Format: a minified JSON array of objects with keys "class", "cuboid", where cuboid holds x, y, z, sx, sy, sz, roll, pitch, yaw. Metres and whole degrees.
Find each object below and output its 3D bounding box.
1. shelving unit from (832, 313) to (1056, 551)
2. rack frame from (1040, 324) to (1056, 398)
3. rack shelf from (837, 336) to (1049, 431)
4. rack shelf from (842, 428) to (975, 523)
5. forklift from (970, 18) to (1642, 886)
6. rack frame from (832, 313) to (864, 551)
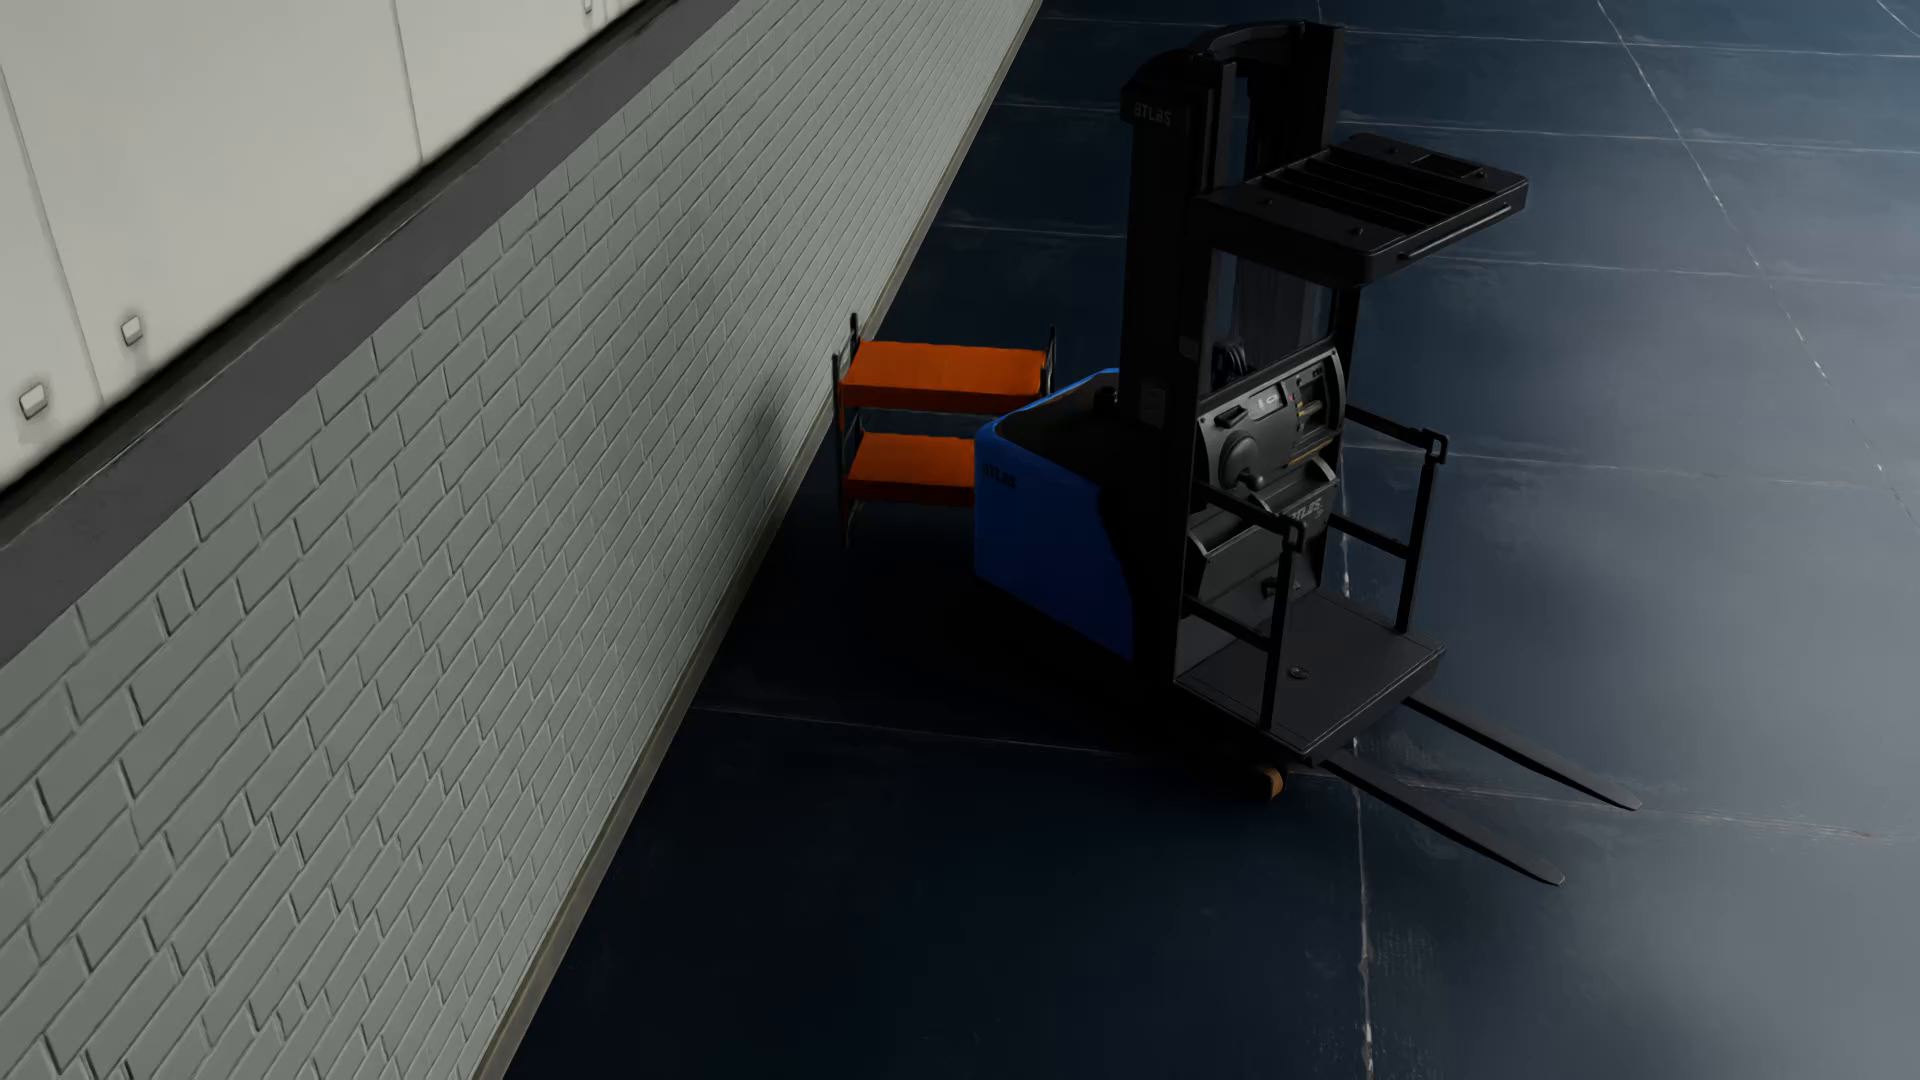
[{"class":"shelving unit","cuboid":[-0.068,-0.513,8.507,1.048,1.125,0.538,4,33,7]},{"class":"rack frame","cuboid":[0.435,-0.476,8.448,0.032,1.125,0.500,4,33,7]},{"class":"rack shelf","cuboid":[-0.069,-0.760,8.350,1.000,0.278,0.538,4,33,7]},{"class":"rack shelf","cuboid":[-0.068,-0.307,8.637,1.000,0.278,0.538,4,33,7]},{"class":"forklift","cuboid":[1.436,-0.454,6.713,1.130,2.935,3.031,-27,41,-36]},{"class":"rack frame","cuboid":[-0.572,-0.550,8.566,0.032,1.125,0.500,4,33,7]}]
